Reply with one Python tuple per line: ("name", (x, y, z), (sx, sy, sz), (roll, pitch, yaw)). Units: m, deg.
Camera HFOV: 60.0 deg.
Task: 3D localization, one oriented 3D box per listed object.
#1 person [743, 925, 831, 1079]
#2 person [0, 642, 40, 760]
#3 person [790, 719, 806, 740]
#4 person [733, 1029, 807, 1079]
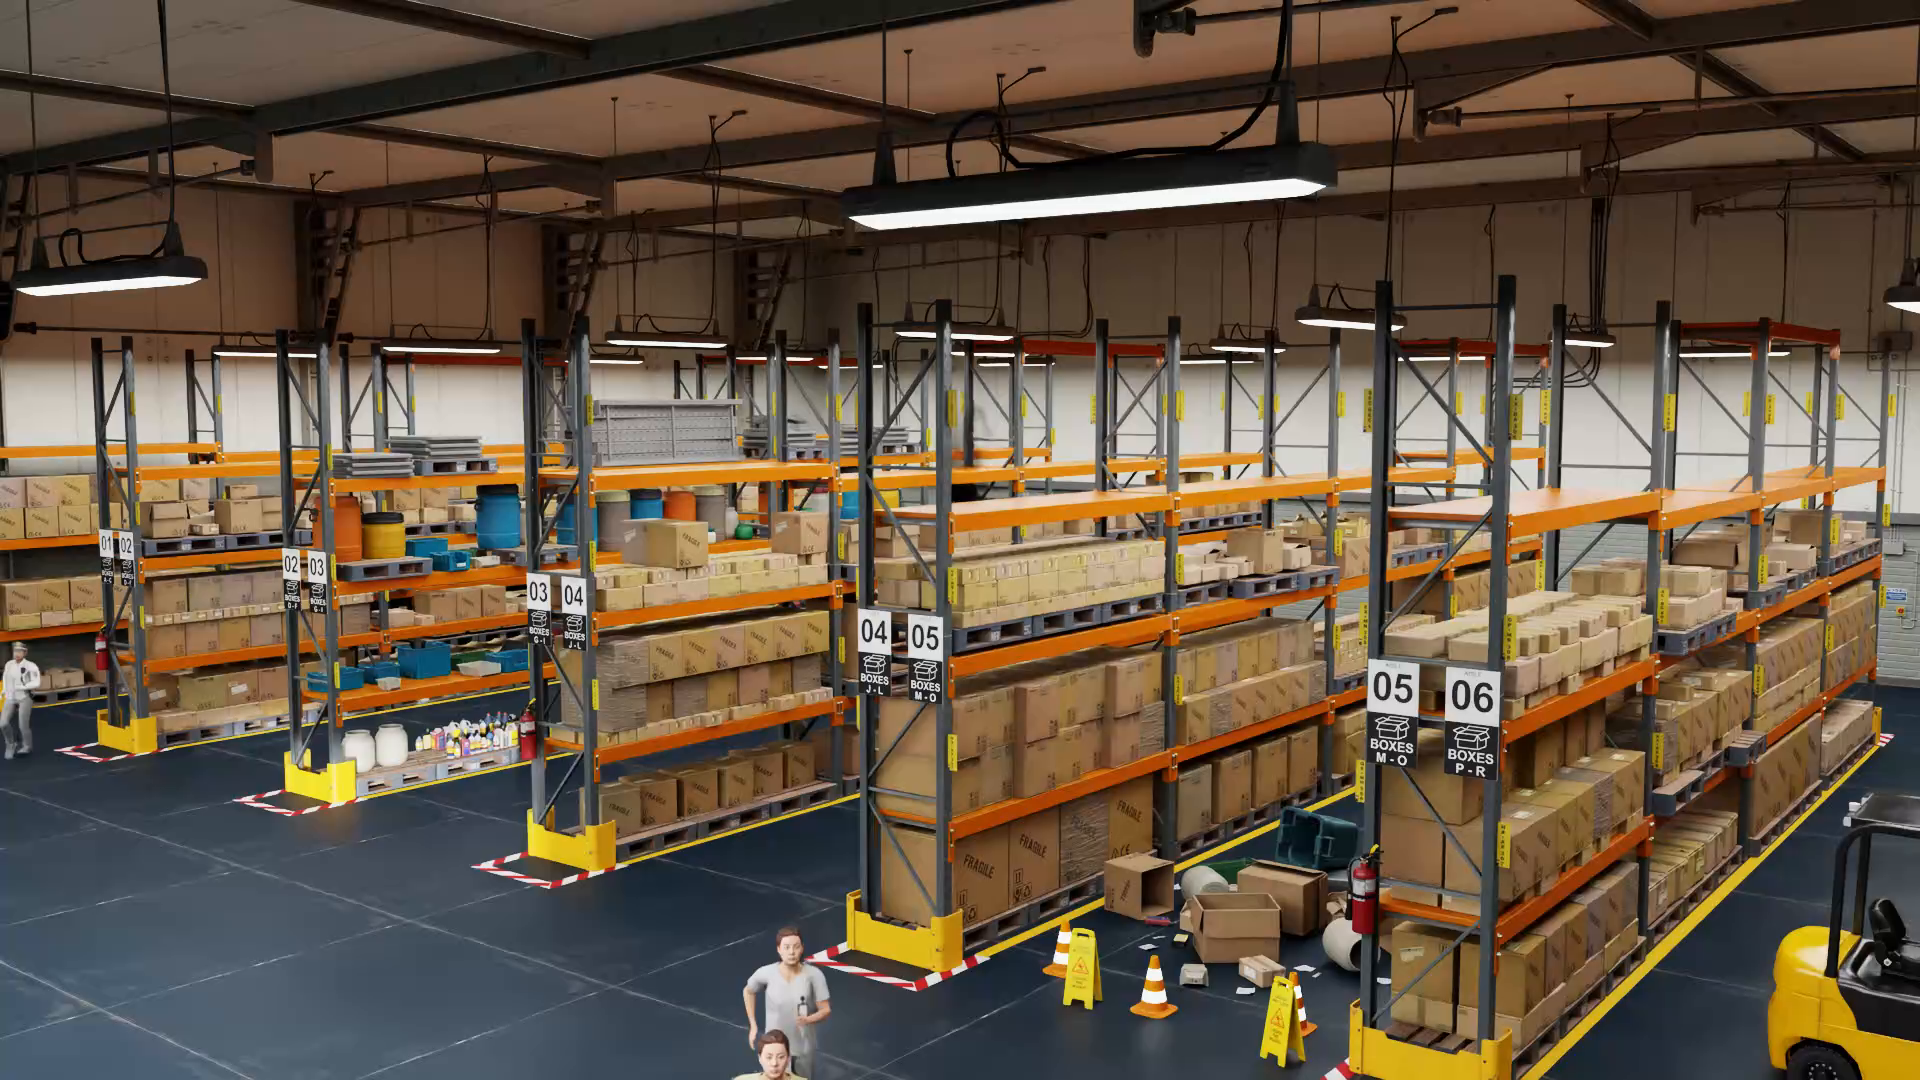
("person", (-1.126, 3.384, 10.929), (0.533, 1.716, 0.754), (-1, 5, -15))
("person", (-13.404, 2.289, 23.714), (0.604, 1.705, 0.646), (0, 5, -4))
("person", (-2.379, 2.034, 23.357), (0.572, 1.781, 0.685), (3, 6, 33))
("person", (-1.031, 3.541, 9.179), (0.558, 1.723, 0.710), (-1, 5, -13))
